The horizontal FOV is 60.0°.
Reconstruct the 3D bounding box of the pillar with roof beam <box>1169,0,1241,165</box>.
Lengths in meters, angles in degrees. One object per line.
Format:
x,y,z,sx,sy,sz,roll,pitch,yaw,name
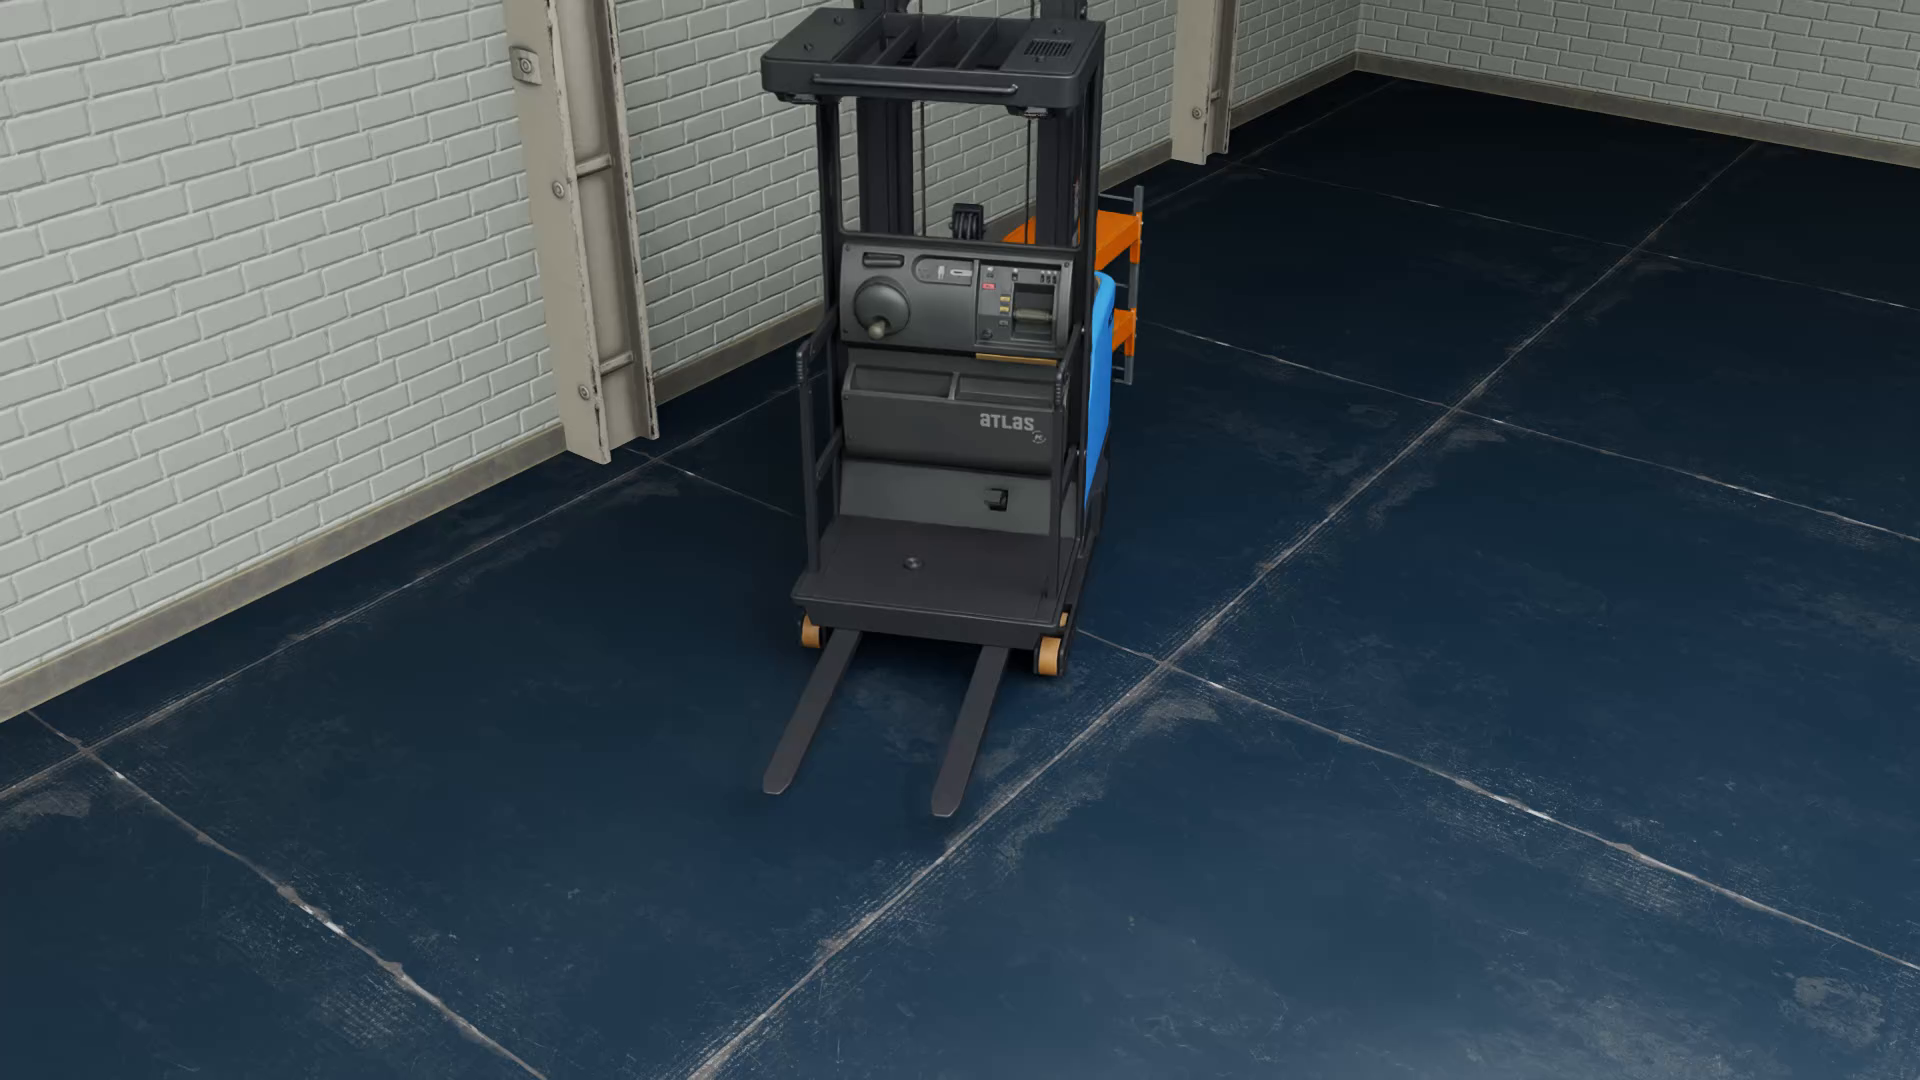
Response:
5.252,-5.493,8.191,9.100,9.000,0.400,21,37,31,pillar with roof beam

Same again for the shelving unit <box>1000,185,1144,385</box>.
0.499,-1.176,8.631,0.538,1.125,1.048,14,34,23,shelving unit

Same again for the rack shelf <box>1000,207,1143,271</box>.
0.499,-1.428,8.481,0.538,0.278,1.000,14,34,23,rack shelf

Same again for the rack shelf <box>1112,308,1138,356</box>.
0.499,-0.965,8.755,0.538,0.278,1.000,14,34,23,rack shelf

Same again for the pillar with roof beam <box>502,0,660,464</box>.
1.630,-3.054,4.076,9.100,9.000,0.400,21,37,31,pillar with roof beam

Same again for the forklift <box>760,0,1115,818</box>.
-0.061,-0.908,6.408,1.130,2.935,3.031,6,31,10,forklift

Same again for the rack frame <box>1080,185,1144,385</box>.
0.728,-1.407,9.021,0.500,1.125,0.032,14,34,23,rack frame
